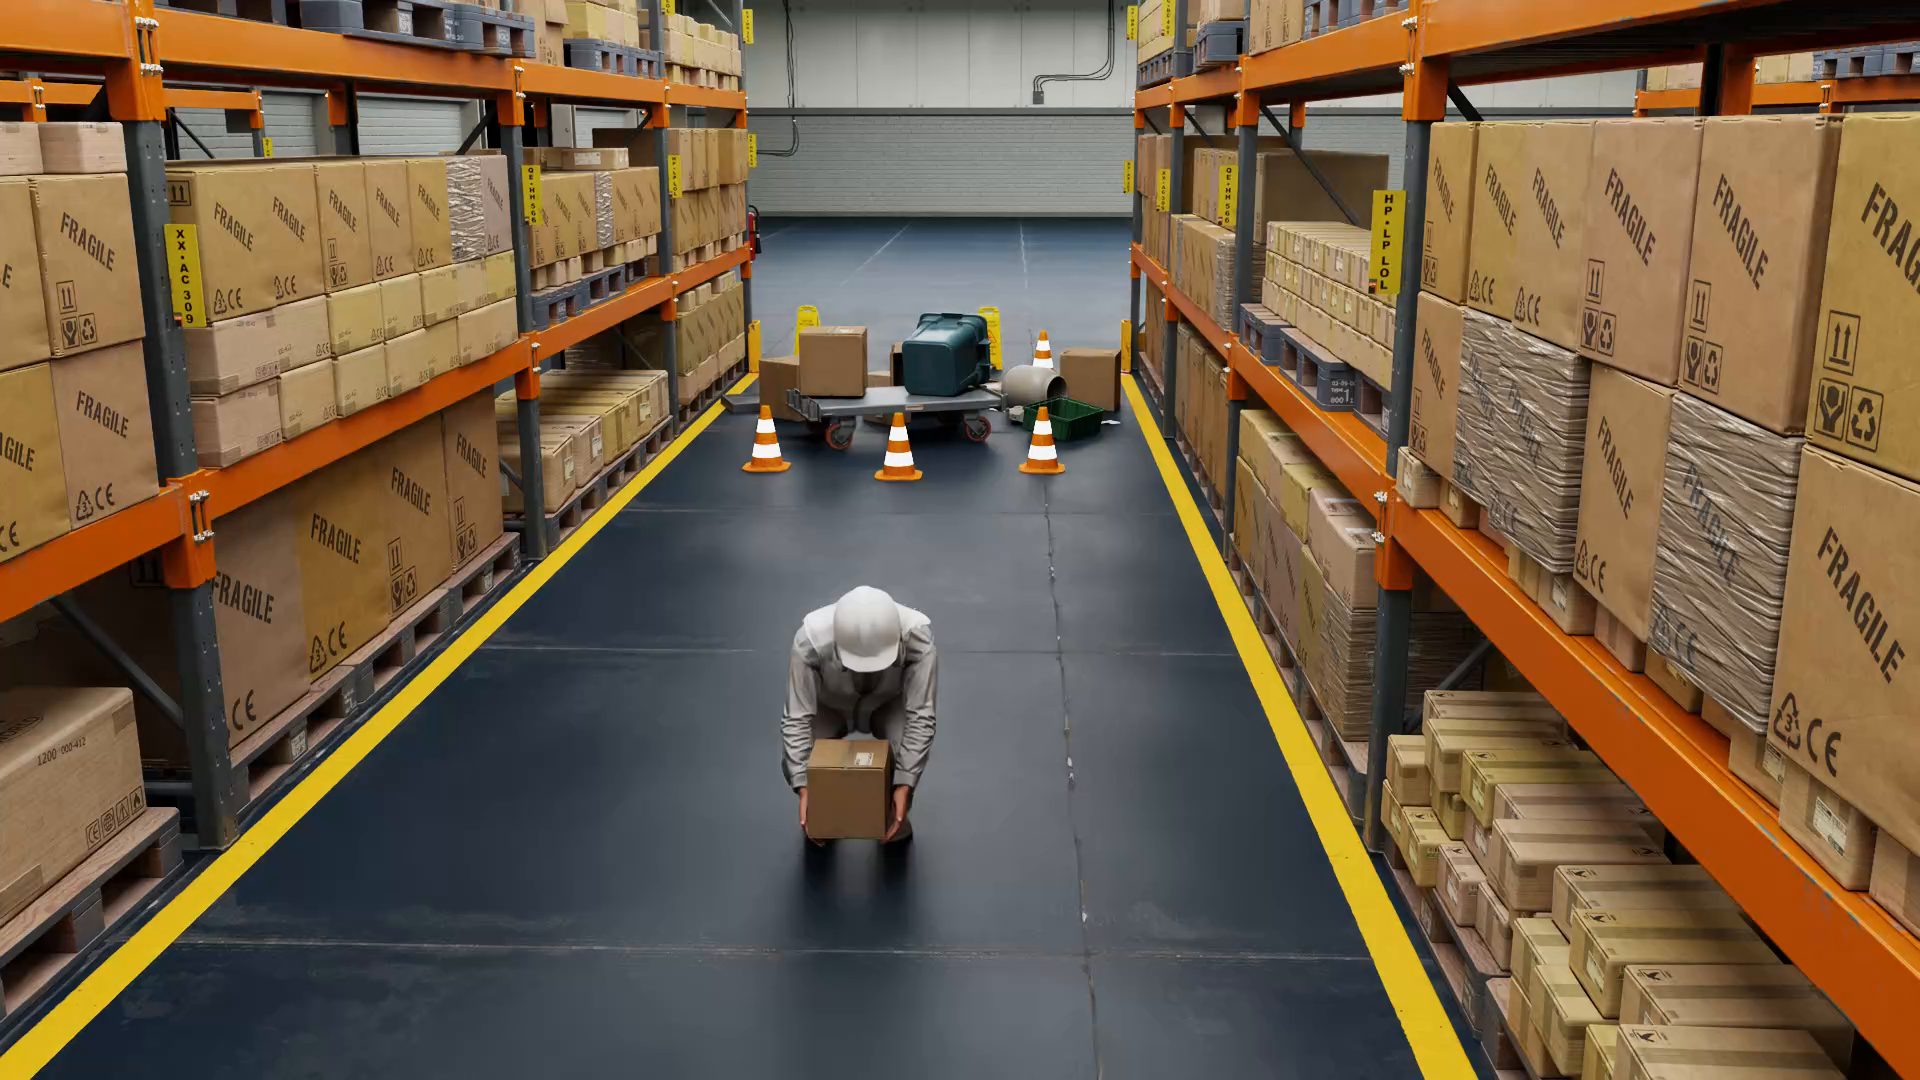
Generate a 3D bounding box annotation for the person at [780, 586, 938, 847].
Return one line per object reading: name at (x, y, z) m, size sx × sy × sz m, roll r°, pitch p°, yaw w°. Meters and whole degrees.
person at (-0.342, 0.567, 5.761) m, size 0.539 × 1.006 × 0.871 m, roll 0°, pitch 14°, yaw 2°
